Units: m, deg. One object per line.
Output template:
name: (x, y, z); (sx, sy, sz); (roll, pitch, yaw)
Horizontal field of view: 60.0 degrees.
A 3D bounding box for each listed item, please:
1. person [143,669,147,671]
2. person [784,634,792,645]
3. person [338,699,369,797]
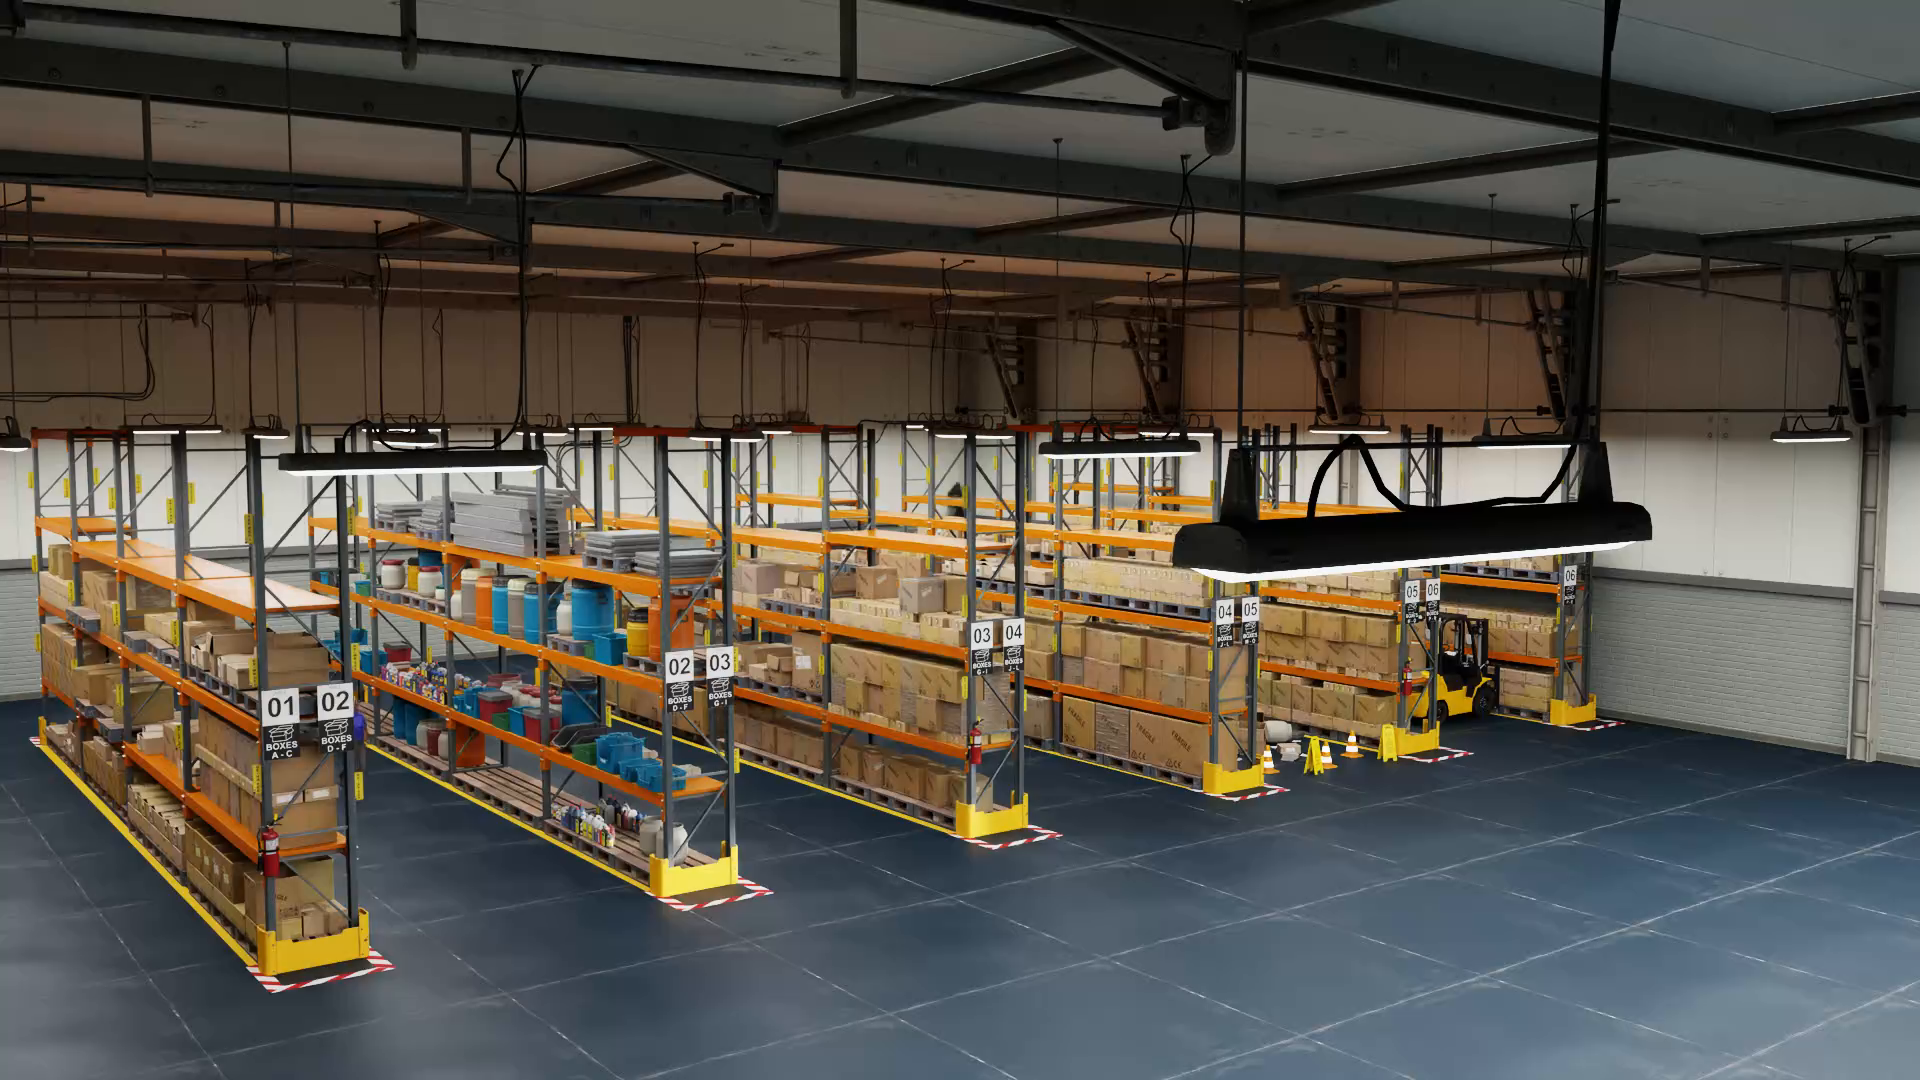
person: (-15.986, 2.908, 32.905); (0.547, 1.700, 0.734); (1, 5, 8)
person: (-4.219, 2.253, 41.696); (0.477, 1.653, 0.682); (3, 5, 32)
person: (-9.928, 3.401, 27.208); (0.560, 1.614, 0.581); (4, 6, 40)
